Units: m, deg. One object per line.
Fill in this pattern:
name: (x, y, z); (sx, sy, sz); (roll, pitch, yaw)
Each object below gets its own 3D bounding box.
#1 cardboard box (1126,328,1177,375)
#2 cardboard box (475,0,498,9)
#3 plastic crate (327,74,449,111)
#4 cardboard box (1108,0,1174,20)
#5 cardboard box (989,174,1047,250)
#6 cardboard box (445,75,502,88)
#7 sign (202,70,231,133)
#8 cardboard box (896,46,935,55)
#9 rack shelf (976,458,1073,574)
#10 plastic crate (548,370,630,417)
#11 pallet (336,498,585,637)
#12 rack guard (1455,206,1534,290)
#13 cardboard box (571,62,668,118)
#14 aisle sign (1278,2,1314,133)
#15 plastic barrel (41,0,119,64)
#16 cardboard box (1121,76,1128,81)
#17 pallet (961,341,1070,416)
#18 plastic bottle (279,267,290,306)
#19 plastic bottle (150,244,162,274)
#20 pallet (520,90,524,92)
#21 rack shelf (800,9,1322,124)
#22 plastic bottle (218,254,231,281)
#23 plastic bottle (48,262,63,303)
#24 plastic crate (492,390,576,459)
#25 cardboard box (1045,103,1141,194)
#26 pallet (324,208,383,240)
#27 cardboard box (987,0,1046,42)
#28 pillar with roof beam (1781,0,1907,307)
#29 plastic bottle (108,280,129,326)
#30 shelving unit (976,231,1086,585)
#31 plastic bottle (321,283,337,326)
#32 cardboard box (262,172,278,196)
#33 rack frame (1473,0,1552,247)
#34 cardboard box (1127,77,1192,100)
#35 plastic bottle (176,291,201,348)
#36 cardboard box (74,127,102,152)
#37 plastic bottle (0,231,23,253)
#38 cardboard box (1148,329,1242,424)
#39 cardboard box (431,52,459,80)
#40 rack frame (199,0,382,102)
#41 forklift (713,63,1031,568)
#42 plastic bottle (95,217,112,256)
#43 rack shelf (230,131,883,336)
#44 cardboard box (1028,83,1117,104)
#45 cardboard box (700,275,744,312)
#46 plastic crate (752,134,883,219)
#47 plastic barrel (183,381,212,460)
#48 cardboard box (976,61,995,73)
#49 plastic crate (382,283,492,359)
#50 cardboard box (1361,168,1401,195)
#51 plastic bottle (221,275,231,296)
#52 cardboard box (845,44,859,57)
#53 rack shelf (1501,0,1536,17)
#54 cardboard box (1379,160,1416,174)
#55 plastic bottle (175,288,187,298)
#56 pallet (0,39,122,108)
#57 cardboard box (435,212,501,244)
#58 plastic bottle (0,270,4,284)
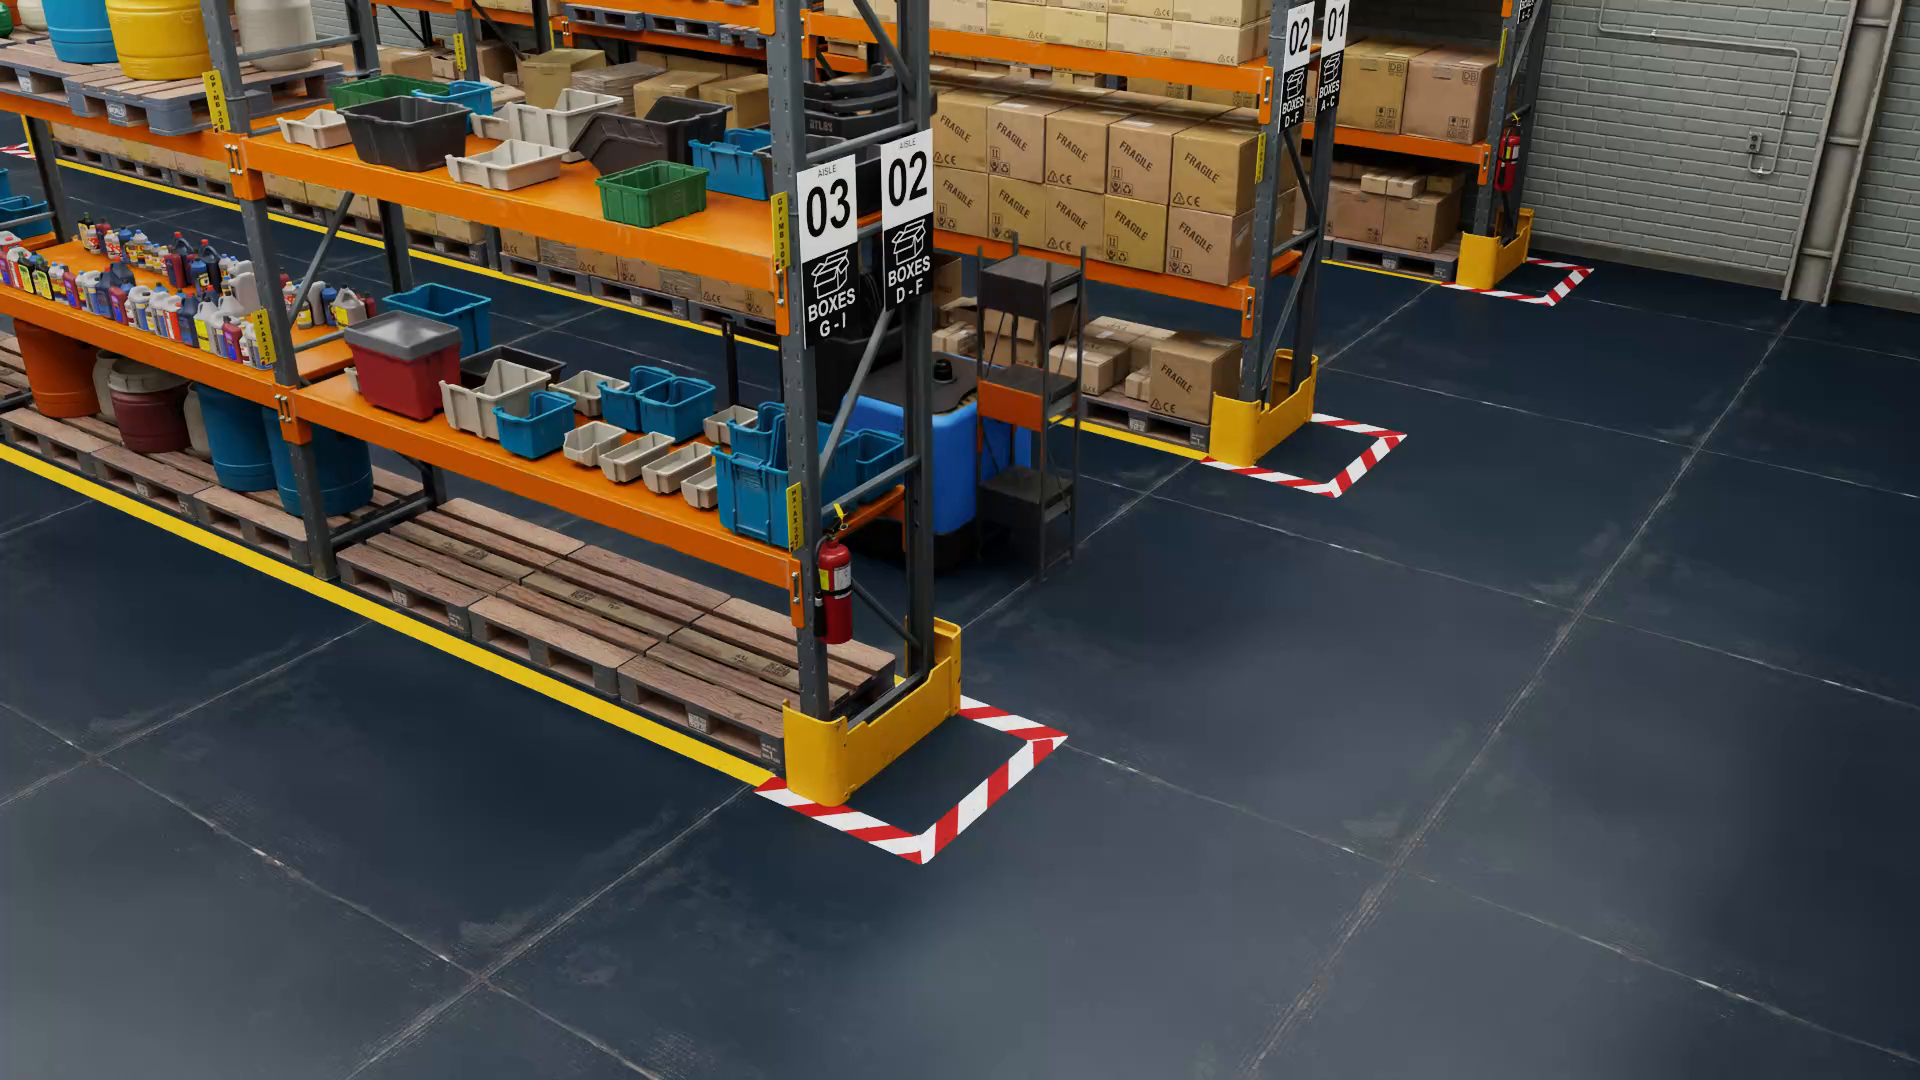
cardboard box: (1.639, -1.438, 13.090); (0.500, 0.250, 0.500); (17, 32, 30)
cardboard box: (-6.143, -7.233, 22.072); (0.500, 0.250, 0.500); (17, 32, 30)
plastic crate: (-3.246, -2.516, 9.588); (0.662, 0.188, 0.450); (17, 32, 30)
cardboard box: (1.358, -3.751, 11.395); (0.500, 0.250, 0.500); (17, 32, 30)
cardboard box: (0.562, -2.543, 12.603); (0.500, 0.500, 0.500); (17, 31, 30)
cardboard box: (-4.884, -4.410, 16.481); (0.500, 0.311, 0.500); (17, 31, 30)
sign: (-4.079, -2.405, 9.126); (0.005, 0.325, 0.100); (17, 32, 30)
cardboard box: (-0.364, -5.701, 18.458); (0.500, 0.500, 0.500); (17, 32, 30)
rack shelf: (0.424, -0.158, 10.593); (0.480, 0.518, 0.431); (19, 32, 32)
plastic crate: (-2.161, -0.844, 9.600); (0.466, 0.136, 0.293); (17, 32, 30)
pallet: (-3.138, 0.147, 10.502); (1.213, 0.211, 1.003); (17, 32, 30)
rack guard: (5.160, -2.826, 16.026); (0.348, 0.500, 1.175); (17, 32, 30)
cardboard box: (-3.027, -3.954, 14.913); (0.700, 0.500, 0.500); (-24, 36, -39)
aisle sign: (2.221, -3.120, 10.982); (0.004, 0.787, 0.394); (17, 32, 30)
plastic barrel: (-5.260, -3.398, 10.072); (0.708, 0.901, 0.600); (17, 32, 30)
cardboard box: (1.679, -5.031, 17.857); (0.250, 0.149, 0.380); (16, 31, 29)
pallet: (0.616, -1.388, 13.519); (1.213, 0.211, 1.003); (17, 32, 30)
plastic bottle: (-4.559, -1.700, 11.185); (0.133, 0.283, 0.061); (17, 32, 30)
plastic bottle: (-5.732, -2.018, 11.902); (0.097, 0.201, 0.097); (0, 27, 0)
pallet: (-5.325, -5.944, 22.472); (1.213, 0.211, 1.003); (17, 32, 30)
rack shelf: (0.690, -3.623, 12.323); (4.000, 0.370, 1.077); (17, 32, 30)
plastic bottle: (-5.047, -1.836, 11.467); (0.097, 0.271, 0.097); (0, 27, 0)
plastic bottle: (-6.128, -1.755, 11.308); (0.097, 0.271, 0.097); (0, 27, 0)
plastic crate: (-2.307, -0.626, 9.066); (0.300, 0.233, 0.416); (17, 32, 30)
cardboard box: (0.969, -2.856, 12.116); (0.500, 0.500, 0.500); (18, 32, 32)
pallet: (-5.914, -3.445, 17.560); (1.213, 0.211, 1.003); (17, 32, 30)
cardboard box: (0.537, -3.787, 12.017); (0.500, 0.250, 0.500); (17, 32, 30)
pillar with roof beam: (5.418, -4.641, 10.221); (0.400, 9.000, 9.100); (17, 32, 30)
plastic bottle: (-5.510, -1.558, 10.907); (0.133, 0.283, 0.061); (17, 32, 30)
shelving unit: (0.424, -0.794, 10.269); (0.503, 2.100, 0.431); (19, 32, 32)
plastic bottle: (-4.123, -1.548, 10.901); (0.097, 0.271, 0.097); (0, 27, 0)
cardboard box: (-7.361, -3.941, 18.029); (0.500, 0.250, 0.500); (16, 31, 29)
rack frame: (5.140, -3.946, 15.472); (0.127, 3.000, 1.000); (17, 32, 30)
cardboard box: (2.281, -4.962, 17.136); (0.700, 0.700, 0.980); (18, 32, 31)
plastic bottle: (-4.862, -1.409, 10.540); (0.185, 0.351, 0.144); (17, 32, 30)
cardboard box: (-10.120, -4.816, 19.749); (0.500, 0.250, 0.500); (17, 32, 30)
plastic bottle: (-6.804, -2.067, 11.914); (0.135, 0.276, 0.152); (17, 32, 30)
cardboard box: (1.751, -1.223, 12.391); (0.500, 0.500, 0.500); (17, 32, 30)
cardboard box: (-7.060, -6.695, 23.352); (0.500, 0.311, 0.500); (20, 33, 34)
rack frame: (-3.766, -3.943, 8.851); (0.127, 3.000, 1.000); (17, 32, 30)
forklift: (-1.000, -1.645, 11.024); (3.031, 2.935, 1.130); (19, 32, 32)
plastic bottle: (-6.298, -2.241, 12.250); (0.133, 0.283, 0.061); (17, 32, 30)
rack shelf: (-2.118, -1.772, 8.686); (4.000, 0.370, 1.077); (17, 32, 30)
cardboard box: (0.858, -3.188, 12.769); (0.500, 0.500, 0.500); (17, 32, 30)
cardboard box: (-1.931, -2.352, 14.610); (0.500, 0.500, 0.500); (17, 32, 30)
plastic crate: (-0.629, -1.724, 7.942); (0.590, 0.269, 0.497); (17, 32, 30)
plastic barrel: (-5.204, -0.855, 11.676); (0.421, 0.512, 0.421); (0, 27, 0)
cardboard box: (0.381, -5.194, 18.178); (0.250, 0.149, 0.380); (16, 31, 29)
plastic crate: (-3.189, -1.297, 10.217); (0.575, 0.384, 0.392); (17, 32, 30)
cardboard box: (4.086, -3.481, 16.135); (0.250, 0.149, 0.380); (18, 32, 32)
plastic bottle: (-4.942, -1.688, 11.254); (0.097, 0.201, 0.097); (0, 27, 0)
cardboard box: (-1.112, -5.659, 19.091); (0.250, 0.149, 0.380); (18, 32, 31)
rack shelf: (3.491, -5.476, 15.964); (4.000, 0.370, 1.077); (17, 32, 30)
cardboard box: (4.304, -3.624, 16.415); (0.250, 0.149, 0.380); (17, 32, 30)
plastic bottle: (-5.047, -1.502, 10.810); (0.097, 0.271, 0.097); (0, 27, 0)
pallet: (-5.404, -2.977, 10.468); (1.213, 0.211, 1.003); (17, 32, 30)
cardboard box: (-4.828, -3.154, 16.482); (0.500, 0.250, 0.500); (18, 32, 31)
plastic bottle: (-6.730, -1.911, 11.692); (0.097, 0.201, 0.097); (0, 27, 0)
